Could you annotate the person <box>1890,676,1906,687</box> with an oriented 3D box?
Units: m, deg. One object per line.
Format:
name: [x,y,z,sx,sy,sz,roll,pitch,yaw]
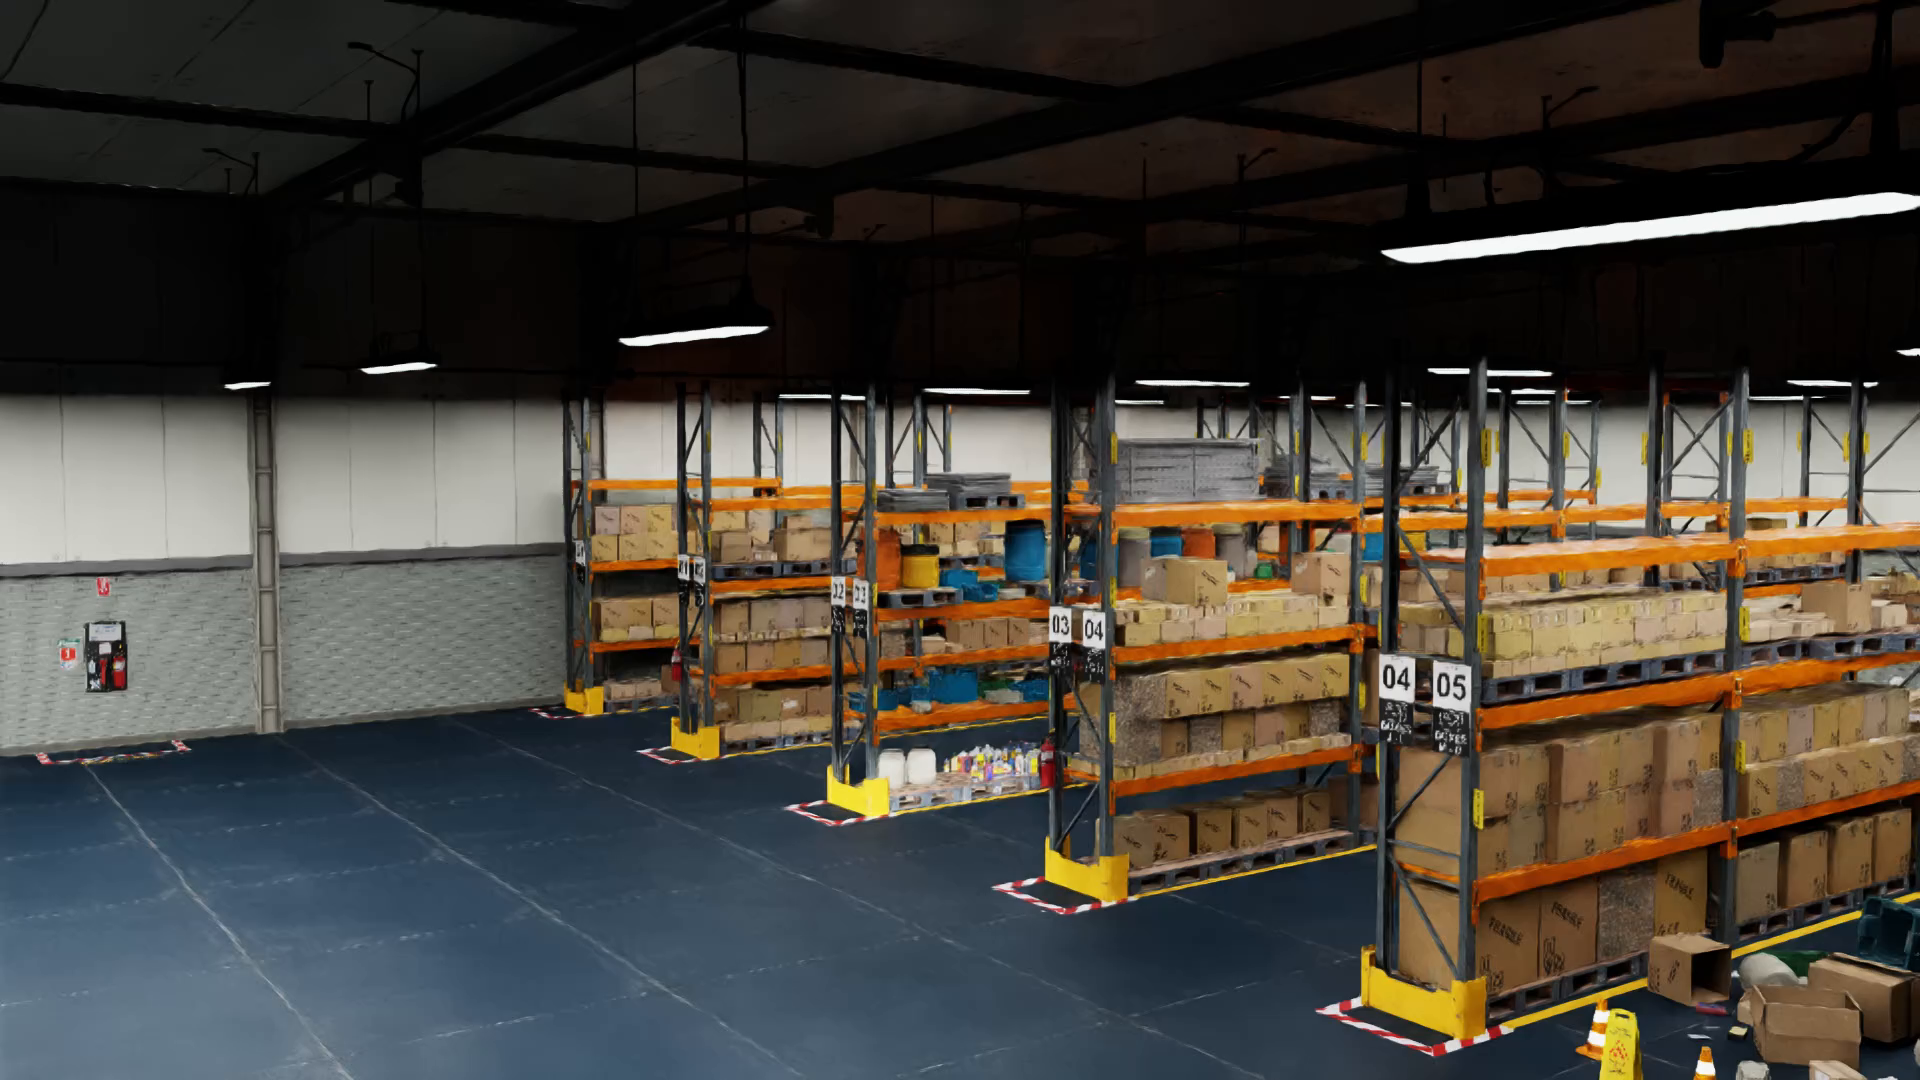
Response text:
person: [13.110,2.774,23.313,0.687,1.764,0.592,-1,4,-16]

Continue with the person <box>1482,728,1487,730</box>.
person: [6.401,3.055,20.267,0.512,1.632,0.639,-3,5,-36]
